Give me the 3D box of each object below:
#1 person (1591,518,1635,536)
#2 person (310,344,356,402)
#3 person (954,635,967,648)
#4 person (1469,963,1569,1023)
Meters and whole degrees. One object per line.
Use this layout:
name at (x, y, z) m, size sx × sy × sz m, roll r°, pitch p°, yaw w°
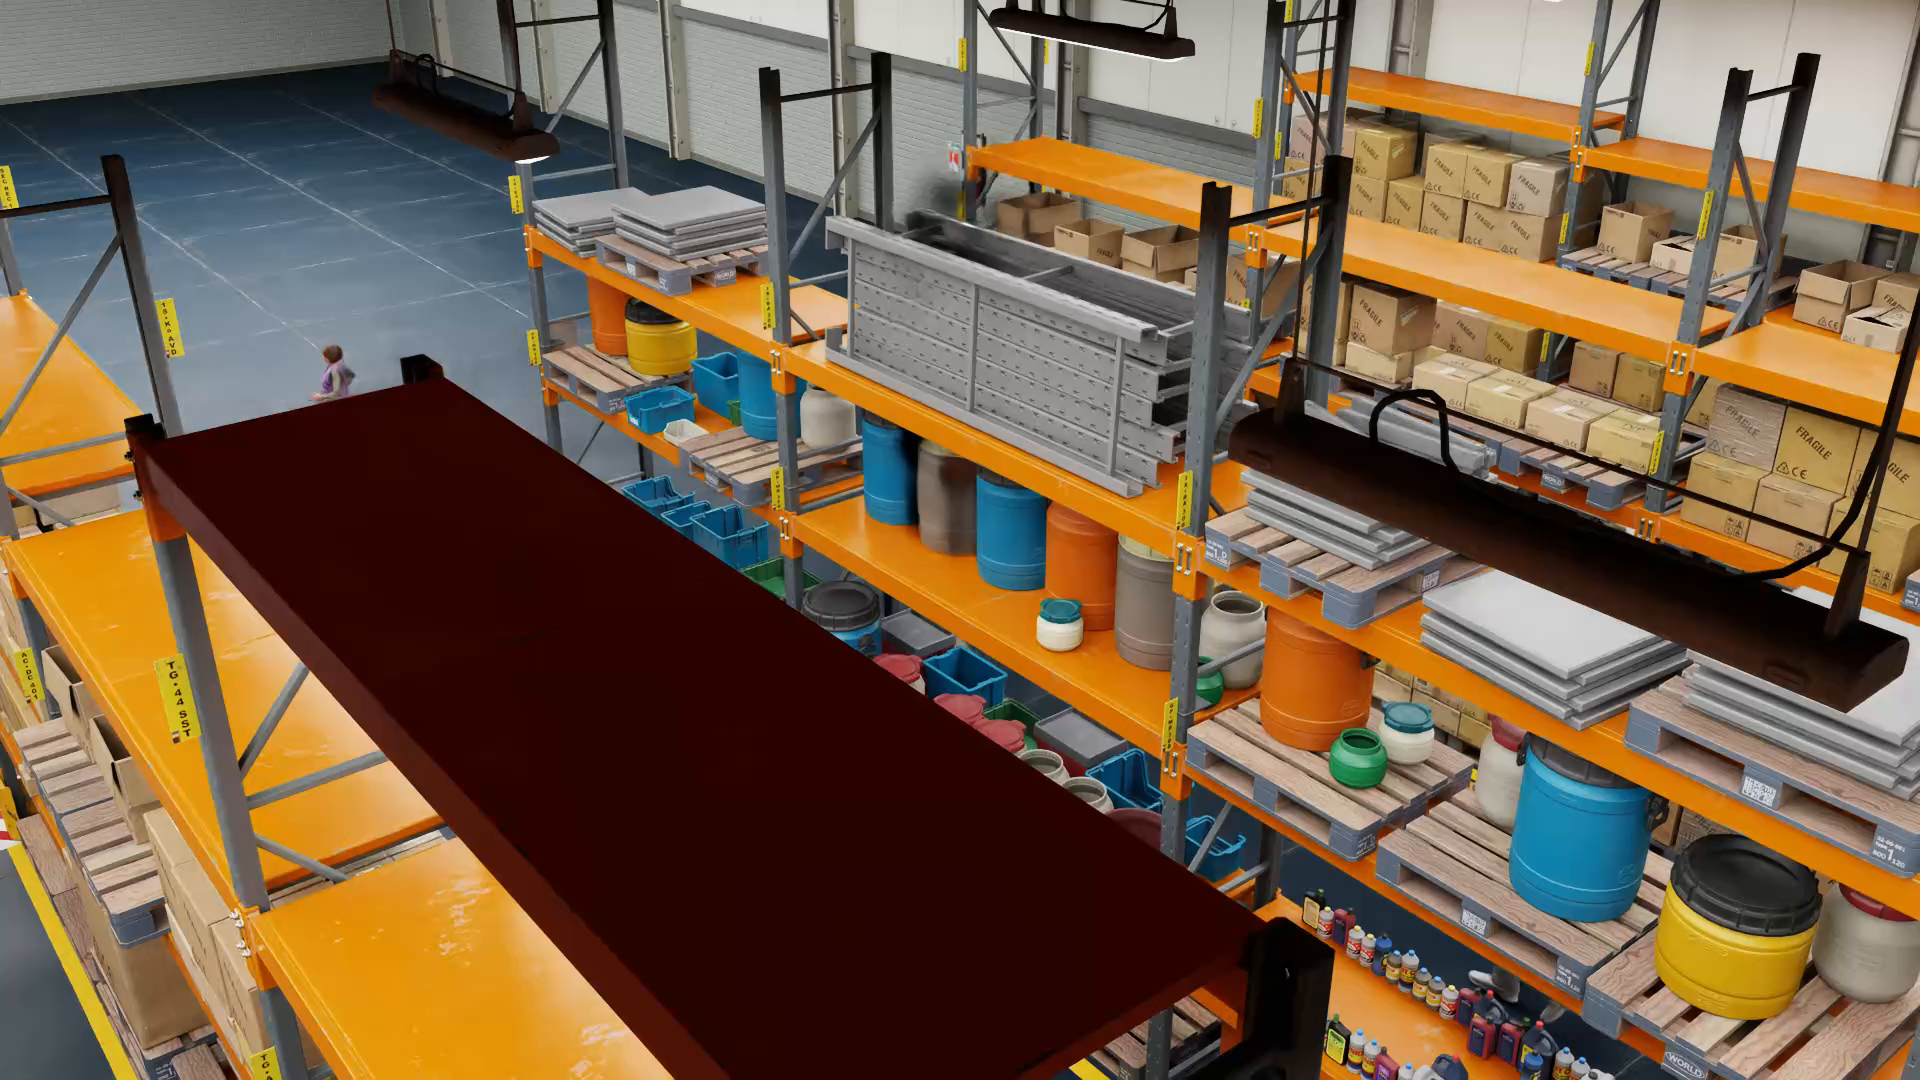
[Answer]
person at (6.205, 0.238, 15.858) m, size 0.698 × 1.742 × 0.558 m, roll 21°, pitch 33°, yaw 37°
person at (-7.396, -1.584, 19.733) m, size 0.558 × 1.560 × 0.524 m, roll -8°, pitch 27°, yaw -17°
person at (-0.171, 0.588, 15.091) m, size 0.640 × 1.786 × 0.755 m, roll -19°, pitch 32°, yaw -34°
person at (3.908, 2.434, 11.167) m, size 0.817 × 1.662 × 0.696 m, roll 23°, pitch 34°, yaw 38°
